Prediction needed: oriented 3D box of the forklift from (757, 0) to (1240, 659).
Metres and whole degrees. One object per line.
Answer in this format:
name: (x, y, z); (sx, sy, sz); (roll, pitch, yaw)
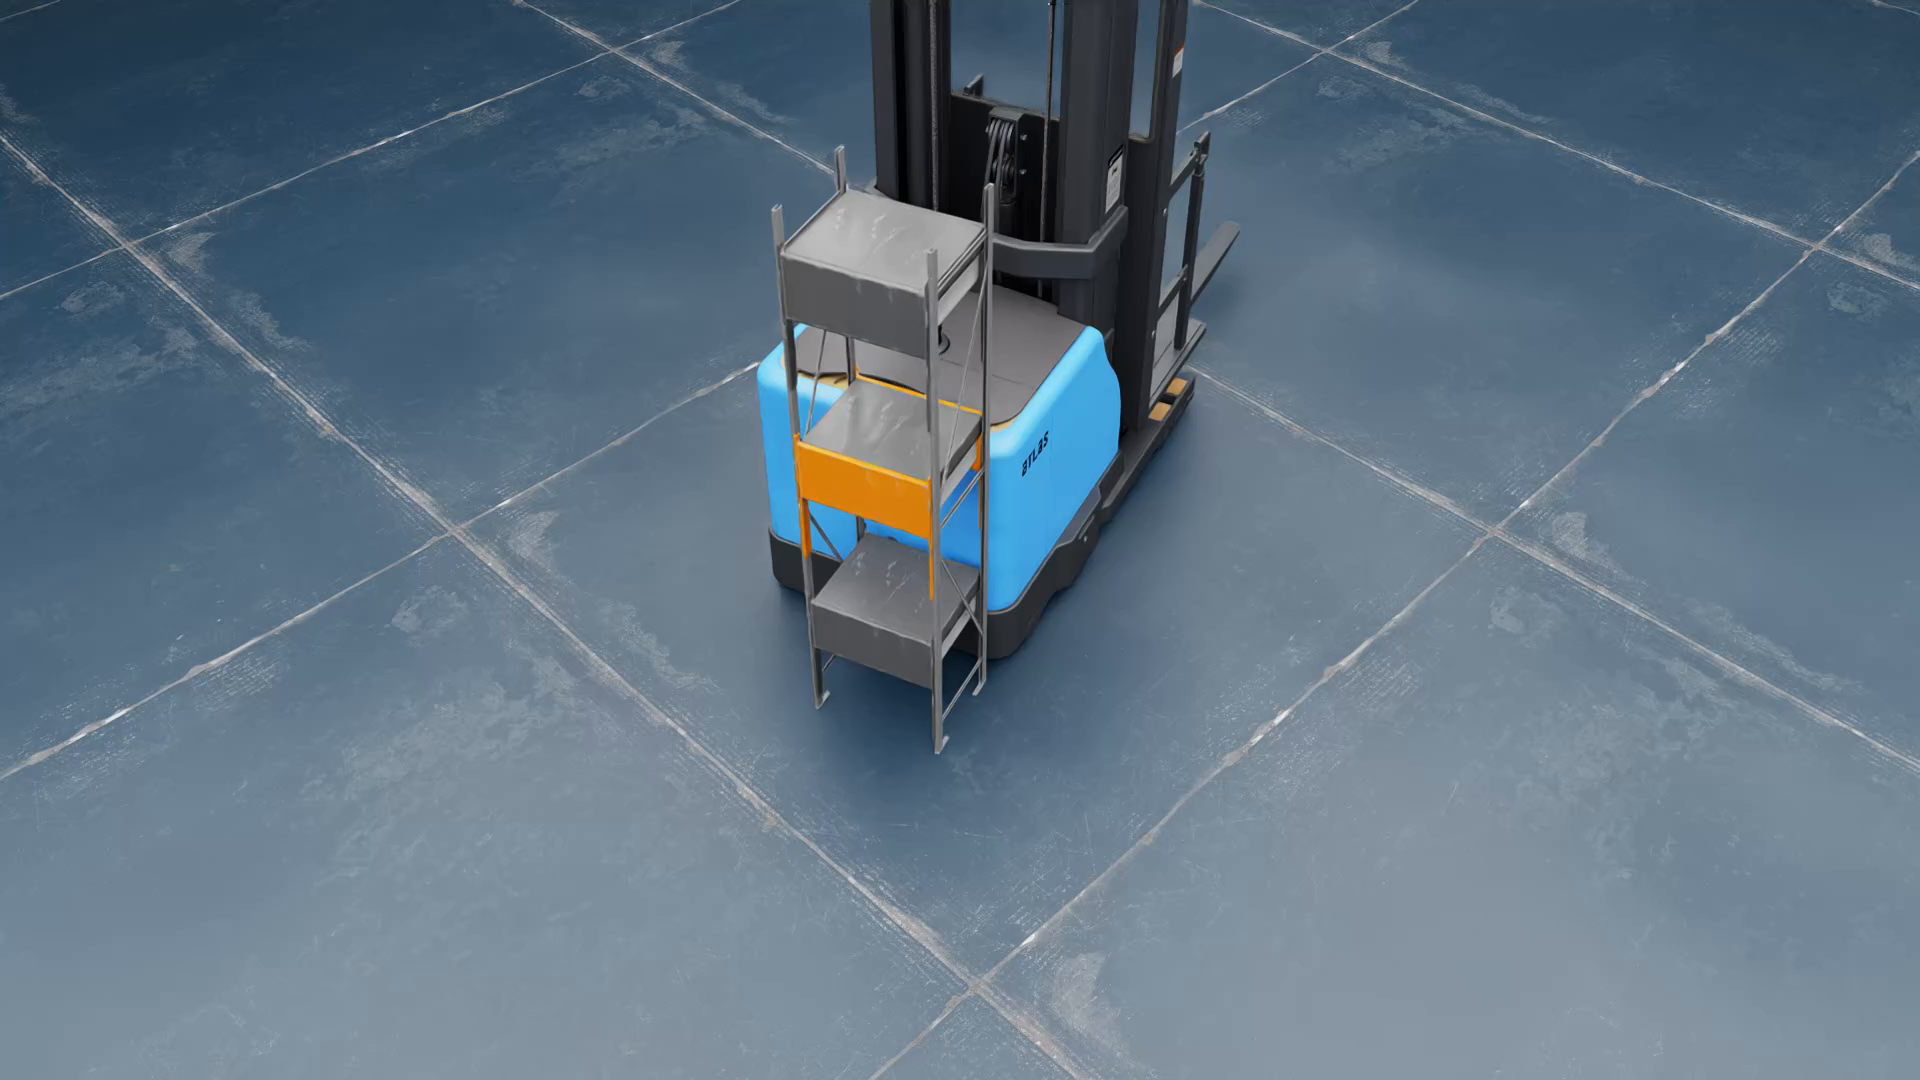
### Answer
forklift: (0.381, -1.634, 6.359); (1.130, 2.935, 3.031); (19, 46, 19)

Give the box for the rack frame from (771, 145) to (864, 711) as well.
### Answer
rack frame: (-0.435, -0.272, 5.497); (0.015, 2.100, 0.400); (18, 46, 19)

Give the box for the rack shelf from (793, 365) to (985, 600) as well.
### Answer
rack shelf: (-0.216, -0.190, 5.428); (0.480, 0.518, 0.431); (18, 46, 19)

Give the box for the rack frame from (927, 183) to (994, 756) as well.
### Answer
rack frame: (0.004, -0.128, 5.341); (0.015, 2.100, 0.400); (18, 46, 19)

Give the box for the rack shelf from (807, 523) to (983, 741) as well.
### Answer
rack shelf: (-0.216, 0.324, 5.903); (0.480, 0.518, 0.431); (18, 46, 19)

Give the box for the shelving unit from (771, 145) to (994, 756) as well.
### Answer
shelving unit: (-0.216, -0.200, 5.419); (0.503, 2.100, 0.431); (18, 46, 19)

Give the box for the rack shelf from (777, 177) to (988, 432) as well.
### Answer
rack shelf: (-0.216, -0.704, 4.953); (0.480, 0.518, 0.431); (18, 46, 19)
